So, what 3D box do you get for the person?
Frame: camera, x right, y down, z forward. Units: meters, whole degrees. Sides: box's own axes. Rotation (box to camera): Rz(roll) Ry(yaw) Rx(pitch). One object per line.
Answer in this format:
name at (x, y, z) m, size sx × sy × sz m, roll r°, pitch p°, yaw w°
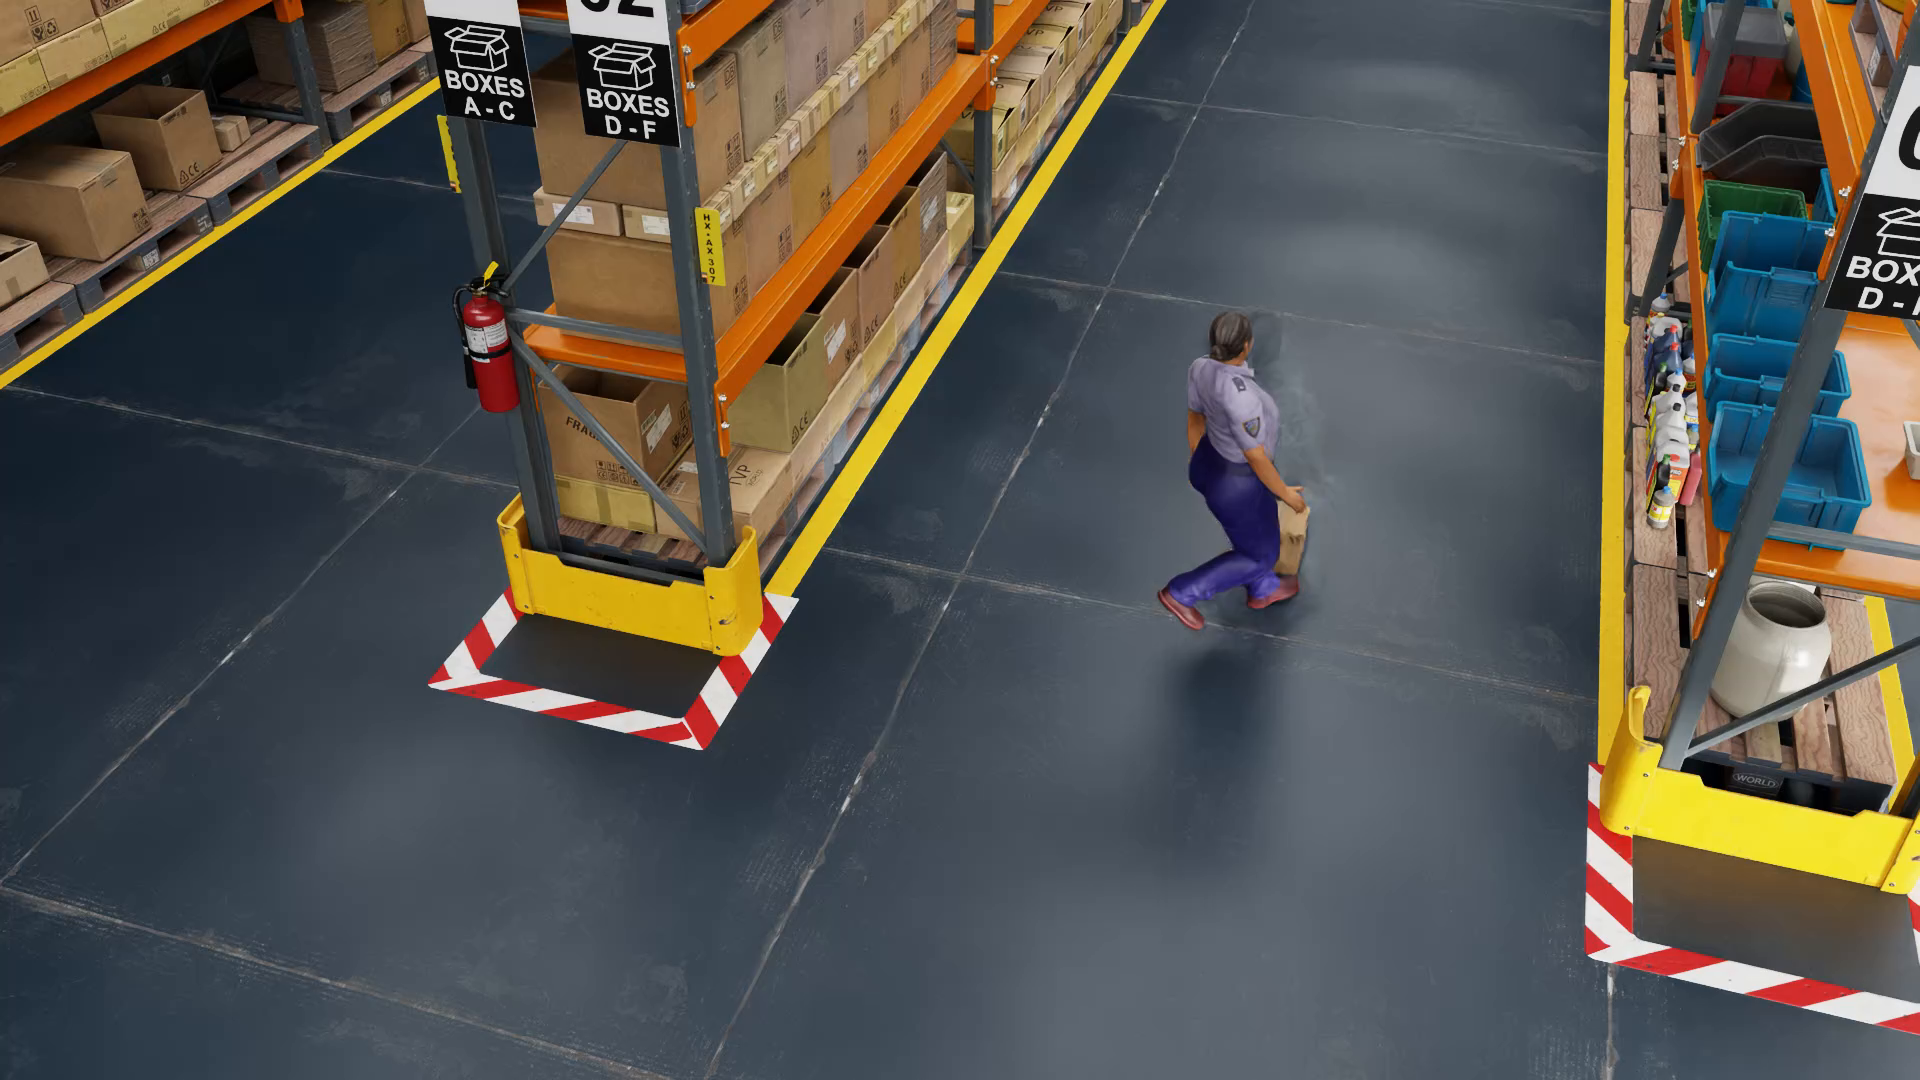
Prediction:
person at (1.258, -0.286, 7.287) m, size 0.800 × 1.601 × 0.550 m, roll -11°, pitch 39°, yaw -14°
